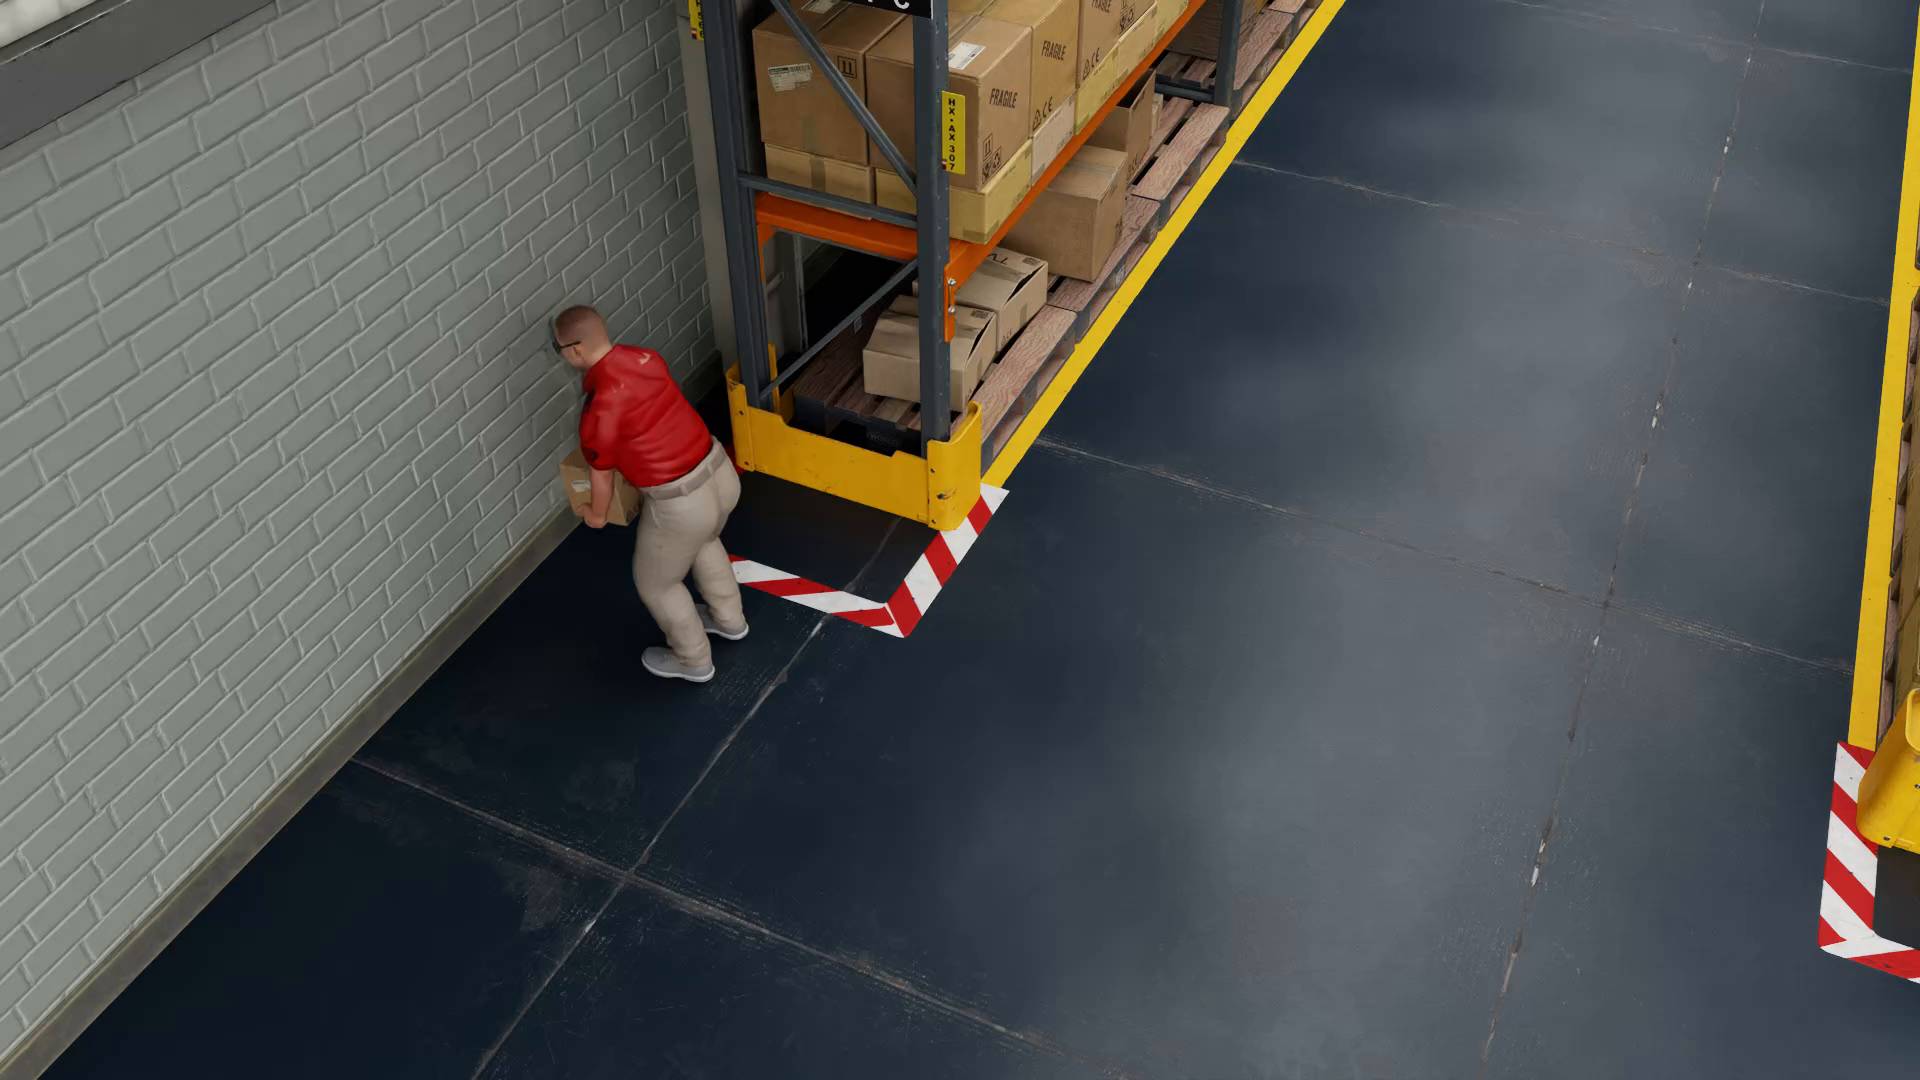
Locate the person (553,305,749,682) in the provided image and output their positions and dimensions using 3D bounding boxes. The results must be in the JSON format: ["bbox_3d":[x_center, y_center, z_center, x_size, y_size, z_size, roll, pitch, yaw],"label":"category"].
[{"bbox_3d":[-1.177,-0.171,6.443,0.622,1.632,0.484,16,44,18],"label":"person"}]
